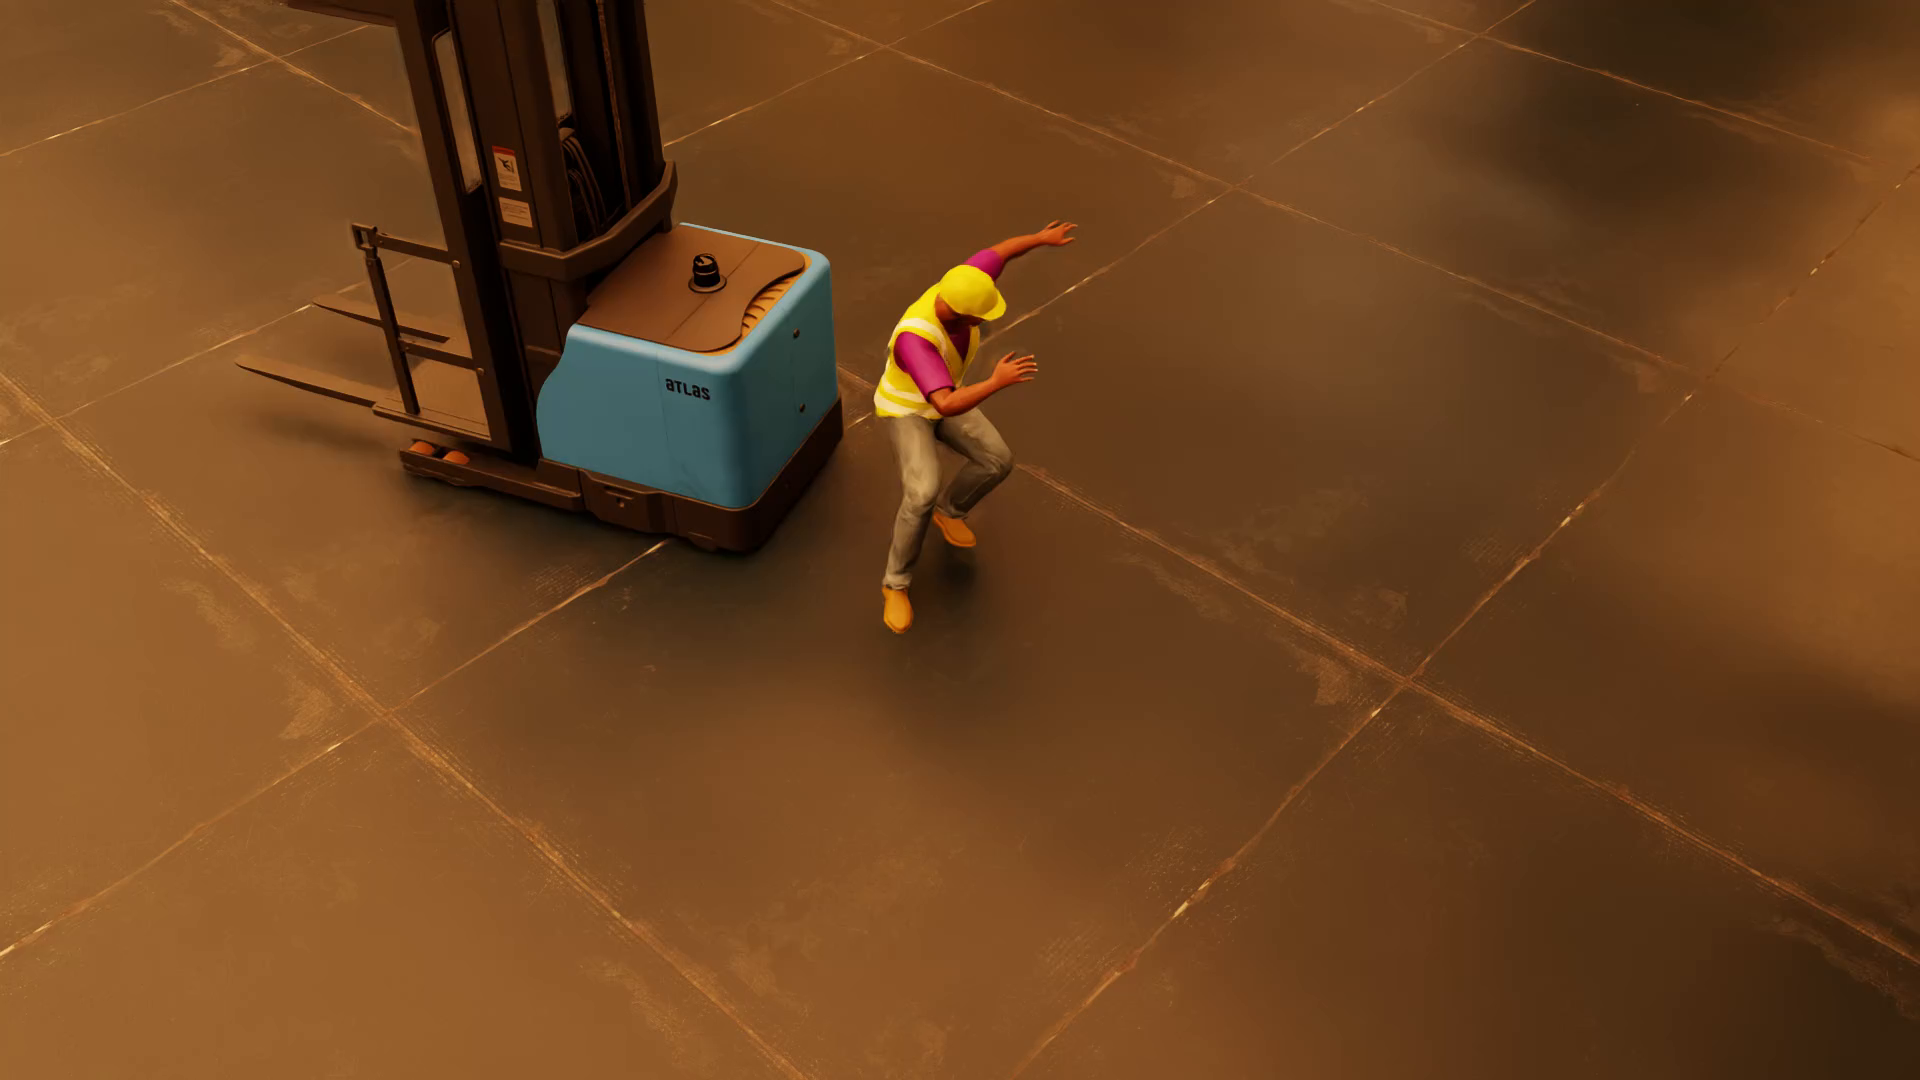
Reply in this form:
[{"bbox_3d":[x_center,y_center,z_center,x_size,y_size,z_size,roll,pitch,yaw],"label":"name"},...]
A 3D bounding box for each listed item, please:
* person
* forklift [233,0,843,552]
[{"bbox_3d":[0.068,-0.620,7.297,0.783,1.457,1.599,25,47,27],"label":"person"},{"bbox_3d":[-2.142,-1.673,7.379,3.031,2.935,1.130,15,43,17],"label":"forklift"}]
